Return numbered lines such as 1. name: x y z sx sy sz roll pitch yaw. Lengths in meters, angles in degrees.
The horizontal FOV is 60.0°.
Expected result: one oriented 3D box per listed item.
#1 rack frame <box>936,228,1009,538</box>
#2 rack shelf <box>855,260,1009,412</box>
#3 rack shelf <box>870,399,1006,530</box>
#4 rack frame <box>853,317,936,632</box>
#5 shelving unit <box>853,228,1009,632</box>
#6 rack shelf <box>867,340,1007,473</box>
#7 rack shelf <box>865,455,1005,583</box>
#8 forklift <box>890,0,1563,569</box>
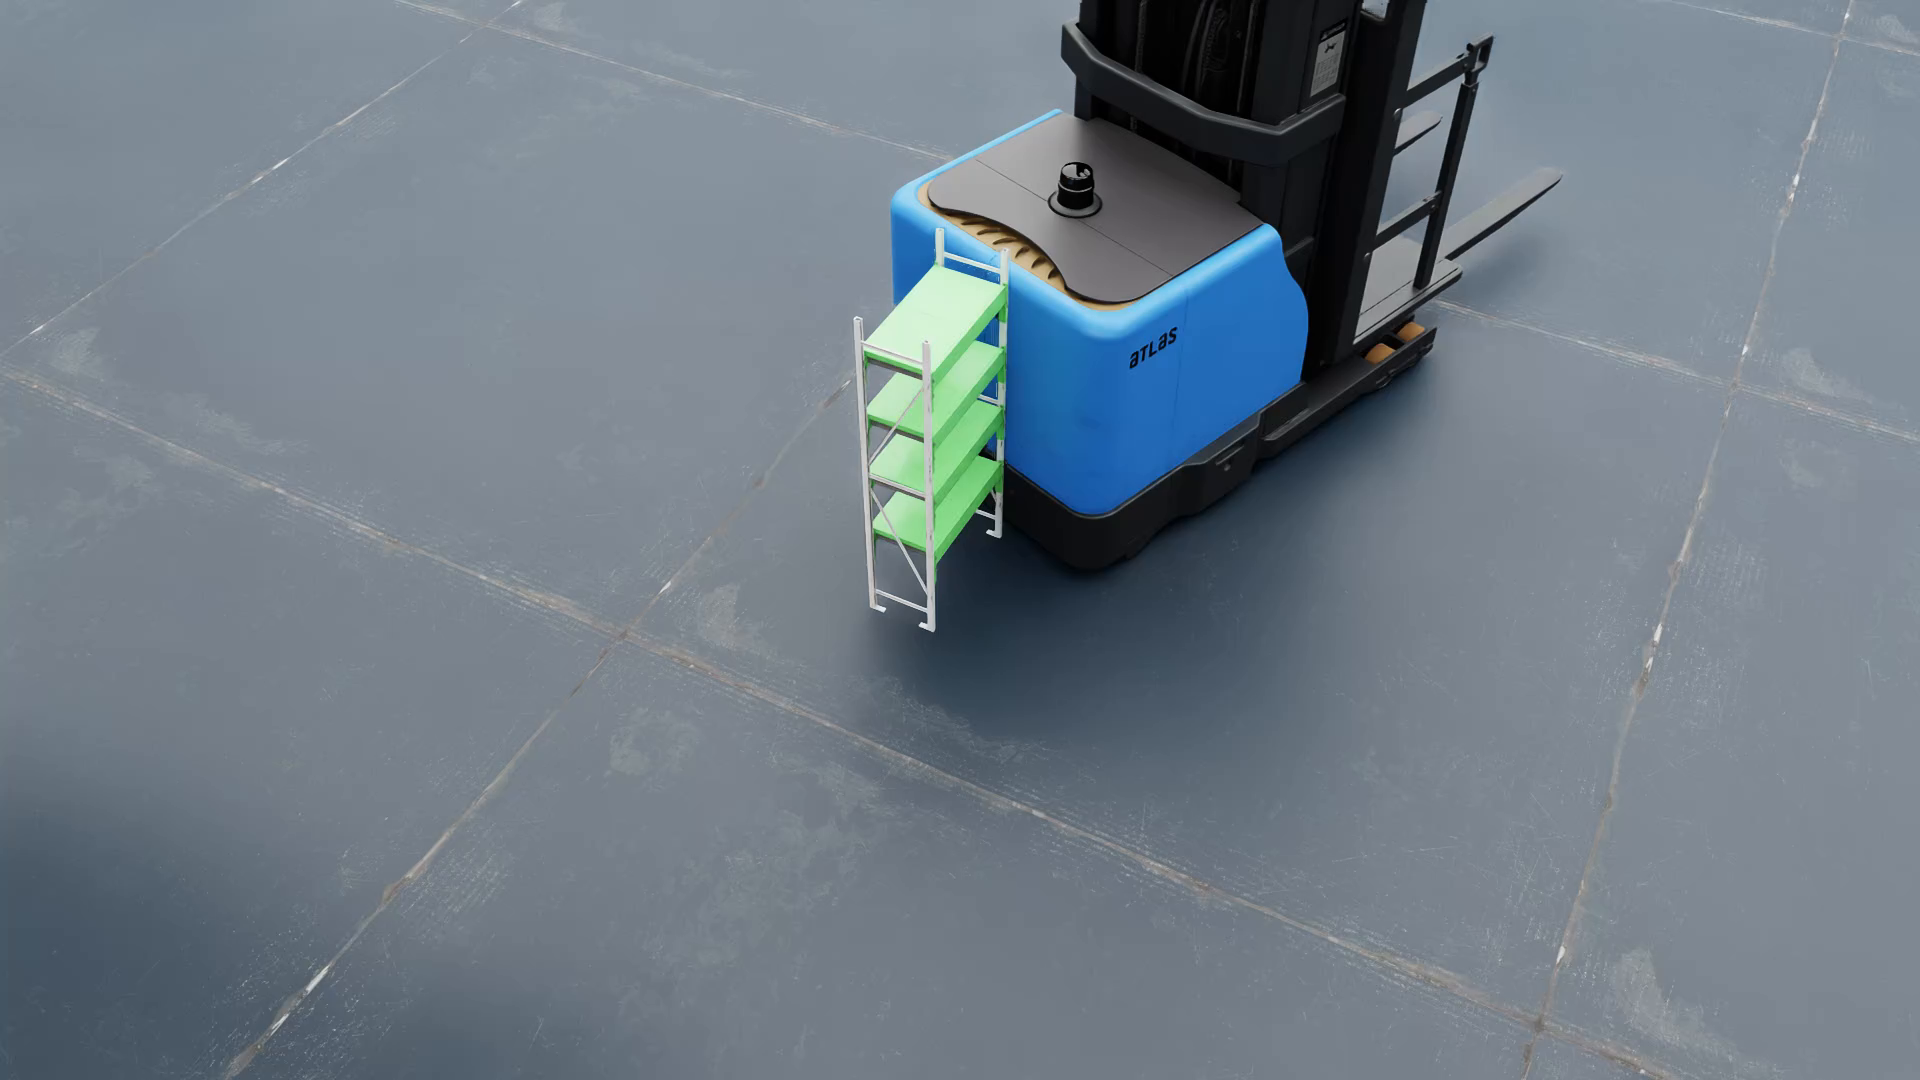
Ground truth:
1. rack frame: 0.036 -0.471 5.372 0.240 1.200 0.015 20 49 19
2. rack shelf: -0.077 -0.610 4.924 0.258 0.148 0.480 20 49 19
3. rack shelf: -0.077 -0.273 5.266 0.258 0.148 0.480 20 49 19
4. rack frame: -0.190 -0.164 5.068 0.240 1.200 0.015 20 49 19
5. shelving unit: -0.077 -0.317 5.220 0.258 1.200 0.503 20 49 19
6. rack shelf: -0.077 -0.441 5.095 0.258 0.148 0.480 20 49 19
7. rack shelf: -0.077 -0.104 5.436 0.258 0.148 0.480 20 49 19
8. forklift: 1.184 -1.853 5.521 3.031 2.935 1.130 -33 54 -28
